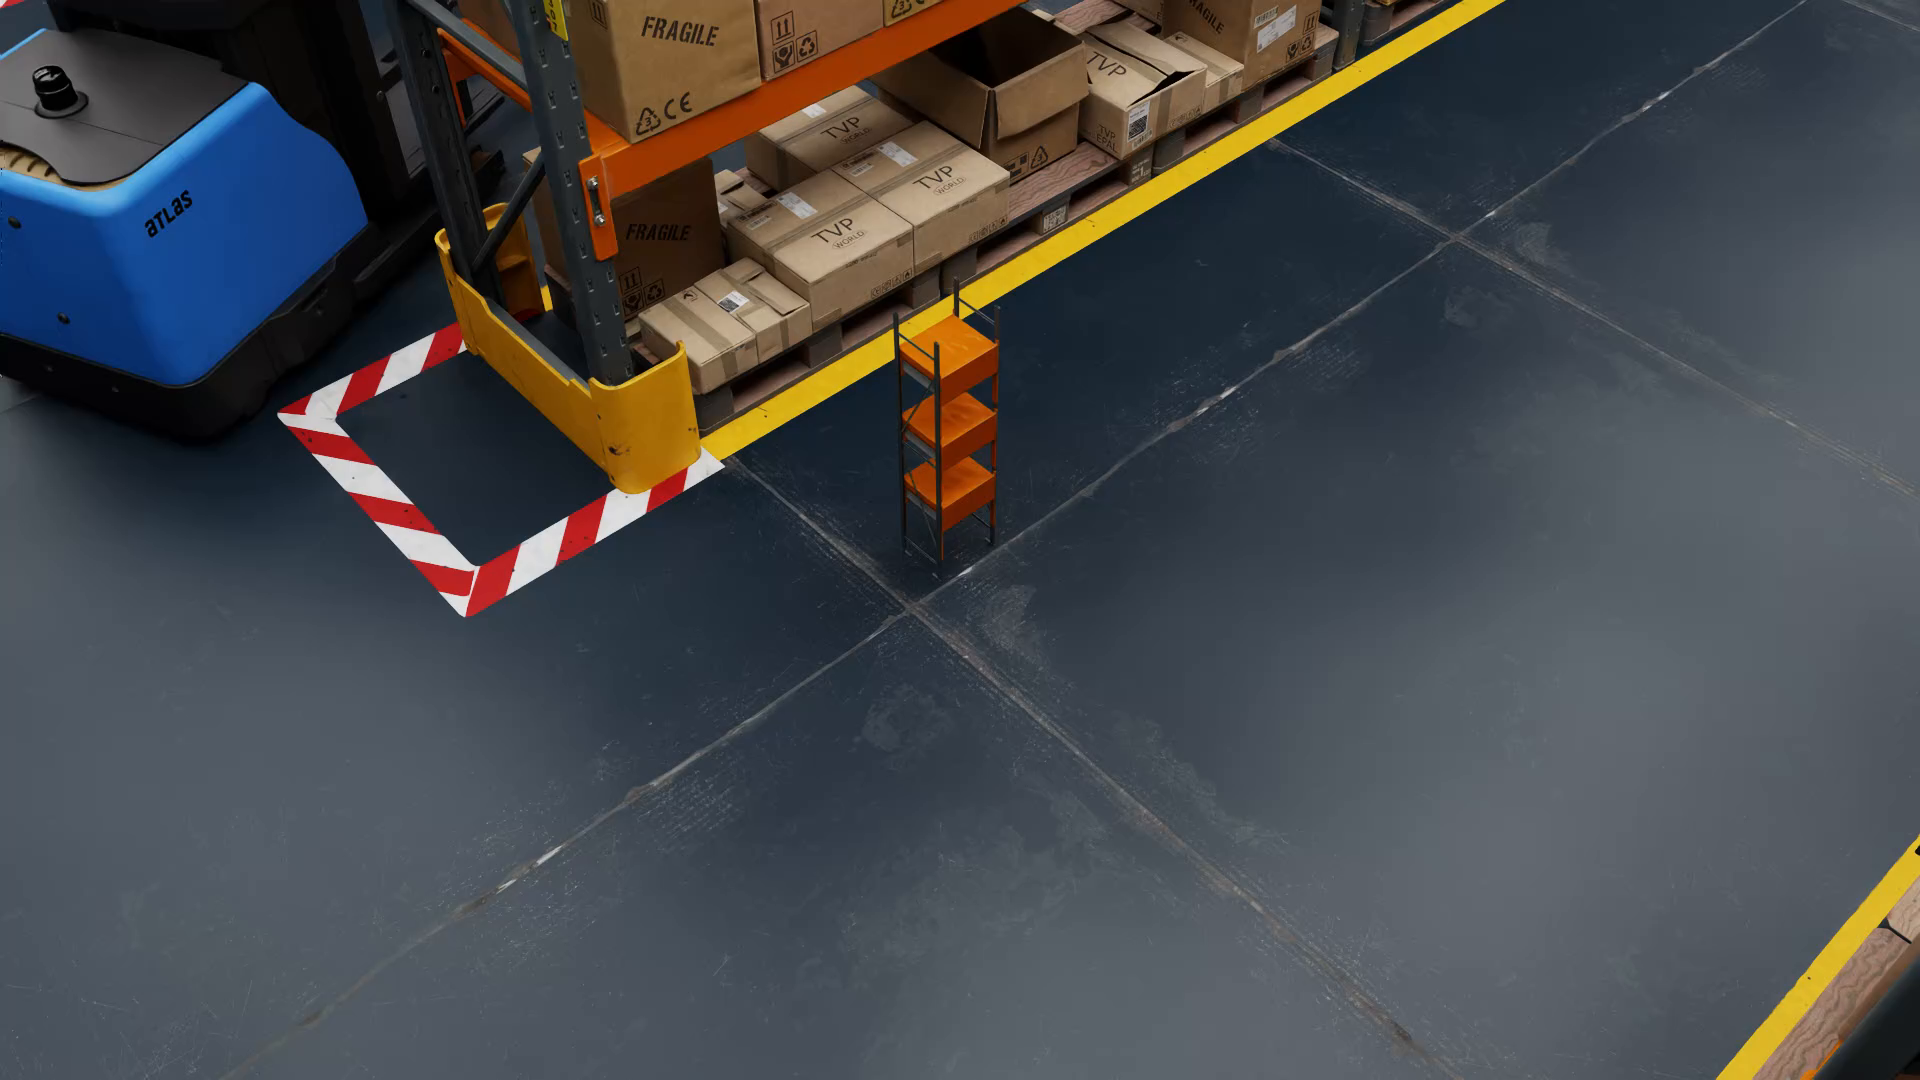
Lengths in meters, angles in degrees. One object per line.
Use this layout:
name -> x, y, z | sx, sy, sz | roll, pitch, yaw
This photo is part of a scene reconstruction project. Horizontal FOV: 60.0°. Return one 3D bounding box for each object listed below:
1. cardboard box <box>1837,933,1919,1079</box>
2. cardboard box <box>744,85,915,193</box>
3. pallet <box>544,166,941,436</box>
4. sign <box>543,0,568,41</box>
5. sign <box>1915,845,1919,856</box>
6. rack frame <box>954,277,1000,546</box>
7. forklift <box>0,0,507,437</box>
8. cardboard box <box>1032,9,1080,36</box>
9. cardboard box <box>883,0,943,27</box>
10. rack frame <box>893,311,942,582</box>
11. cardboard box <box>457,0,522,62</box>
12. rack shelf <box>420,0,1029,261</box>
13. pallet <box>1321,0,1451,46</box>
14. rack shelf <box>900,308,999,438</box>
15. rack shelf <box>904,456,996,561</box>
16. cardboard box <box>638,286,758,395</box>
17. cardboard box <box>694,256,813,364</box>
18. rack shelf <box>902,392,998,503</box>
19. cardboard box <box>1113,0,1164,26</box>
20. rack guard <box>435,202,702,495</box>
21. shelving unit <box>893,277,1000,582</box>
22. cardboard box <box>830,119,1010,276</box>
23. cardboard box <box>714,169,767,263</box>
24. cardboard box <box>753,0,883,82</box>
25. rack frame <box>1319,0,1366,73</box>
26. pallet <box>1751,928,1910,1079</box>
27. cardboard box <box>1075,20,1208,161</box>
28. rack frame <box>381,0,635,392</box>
cardboard box -> 2.218, 0.809, 2.759 | 0.700, 0.700, 0.980 | -31, 55, -26
cardboard box -> -0.528, -1.597, 6.754 | 0.500, 0.250, 0.500 | -34, 56, -27
pallet -> -0.843, -1.010, 6.539 | 1.213, 0.211, 1.003 | -34, 56, -27
sign -> -1.123, -1.522, 4.525 | 0.005, 0.325, 0.100 | -34, 56, -27
sign -> 1.492, 0.393, 2.397 | 0.005, 0.325, 0.100 | -34, 56, -27
rack frame -> 0.051, -0.390, 5.395 | 0.008, 1.050, 0.200 | -34, 56, -27
forklift -> -2.598, -2.466, 6.031 | 1.130, 2.935, 3.031 | 17, 50, 15
cardboard box -> 0.382, -2.167, 7.337 | 0.250, 0.166, 0.380 | -34, 56, -27
cardboard box -> -0.231, -2.138, 5.614 | 0.500, 0.500, 0.500 | -34, 56, -27
rack frame -> -0.130, -0.269, 5.284 | 0.008, 1.050, 0.200 | -34, 56, -27
cardboard box -> -1.340, -1.927, 5.419 | 0.500, 0.500, 0.500 | -32, 55, -26
rack shelf -> -0.008, -2.269, 6.292 | 4.000, 0.370, 1.077 | -34, 56, -27
pallet -> 2.048, -2.979, 8.355 | 1.213, 0.211, 1.003 | -34, 56, -27
rack shelf -> -0.040, -0.515, 5.139 | 0.240, 0.259, 0.215 | -34, 56, -27
rack shelf -> -0.040, -0.134, 5.552 | 0.240, 0.259, 0.215 | -34, 56, -27
cardboard box -> -0.947, -0.726, 6.020 | 0.250, 0.149, 0.380 | -34, 56, -27
cardboard box -> -0.762, -0.856, 6.127 | 0.250, 0.166, 0.380 | -34, 56, -27
rack shelf -> -0.040, -0.322, 5.348 | 0.240, 0.259, 0.215 | -34, 56, -27
cardboard box -> 1.015, -2.649, 7.683 | 0.500, 0.311, 0.500 | -34, 56, -27
rack guard -> -1.432, -0.714, 6.068 | 0.348, 0.500, 1.175 | -34, 56, -27
shelving unit -> -0.040, -0.330, 5.340 | 0.252, 1.050, 0.215 | -34, 56, -27
cardboard box -> -0.155, -1.350, 6.526 | 0.500, 0.250, 0.500 | -34, 56, -27
cardboard box -> -0.891, -1.266, 6.506 | 0.250, 0.166, 0.380 | -34, 56, -27
cardboard box -> -0.604, -1.892, 5.386 | 0.500, 0.500, 0.500 | -34, 56, -27
rack frame -> 1.471, -3.501, 6.940 | 0.127, 3.000, 1.000 | -34, 56, -27
pallet -> 2.386, 1.676, 4.060 | 1.213, 0.211, 1.003 | -34, 56, -27
cardboard box -> 0.686, -1.932, 7.022 | 0.500, 0.311, 0.500 | -34, 56, -27
rack frame -> -1.488, -1.524, 5.115 | 0.127, 3.000, 1.000 | -34, 56, -27
